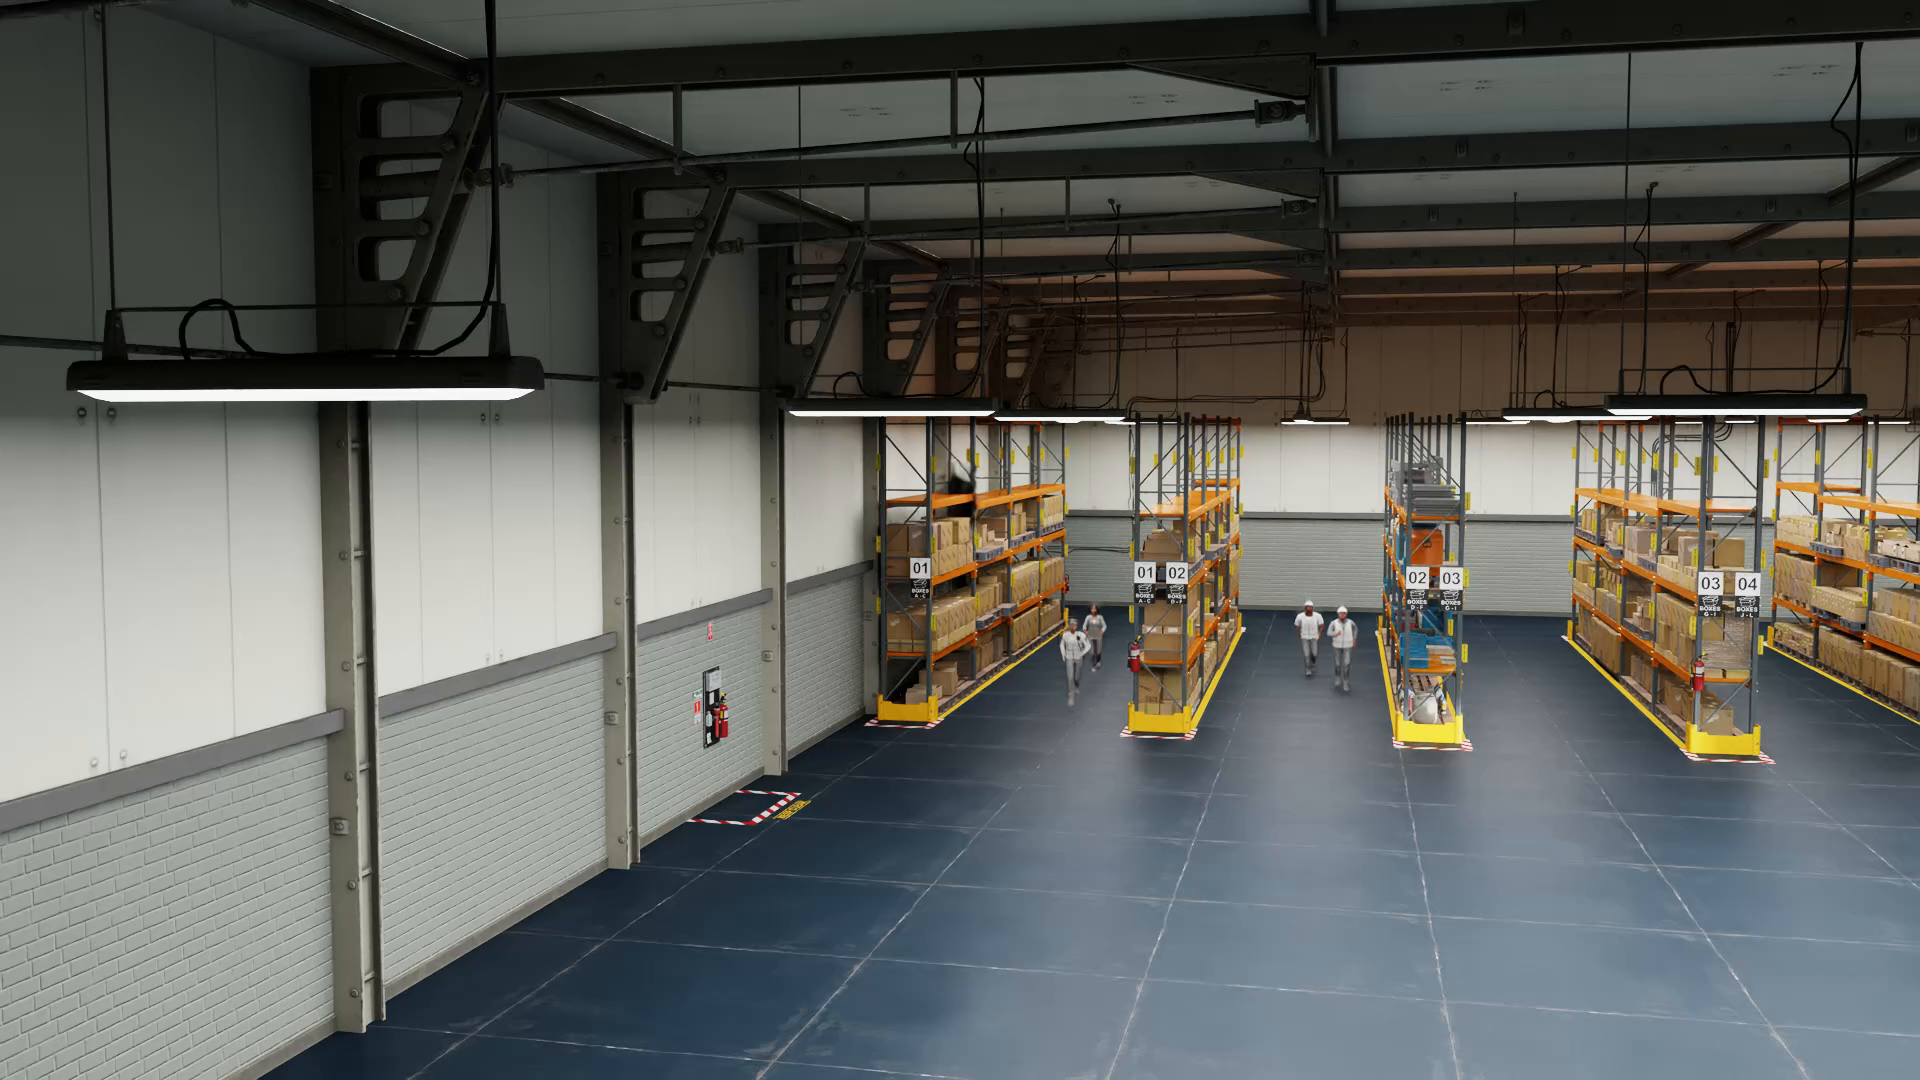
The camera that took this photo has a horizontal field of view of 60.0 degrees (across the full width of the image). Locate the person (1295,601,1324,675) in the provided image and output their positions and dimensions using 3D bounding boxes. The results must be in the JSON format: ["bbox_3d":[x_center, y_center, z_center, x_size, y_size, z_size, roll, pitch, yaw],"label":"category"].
[{"bbox_3d":[8.052,2.263,38.323,0.674,1.721,0.569,1,4,11],"label":"person"}]

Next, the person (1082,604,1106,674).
[{"bbox_3d":[2.997,2.219,37.142,0.532,1.538,0.559,0,4,6],"label":"person"}]

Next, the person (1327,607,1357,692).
[{"bbox_3d":[8.361,2.363,36.415,0.658,1.828,0.828,1,4,11],"label":"person"}]

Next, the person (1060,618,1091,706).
[{"bbox_3d":[2.313,2.413,33.349,0.635,1.734,0.747,1,4,11],"label":"person"}]
